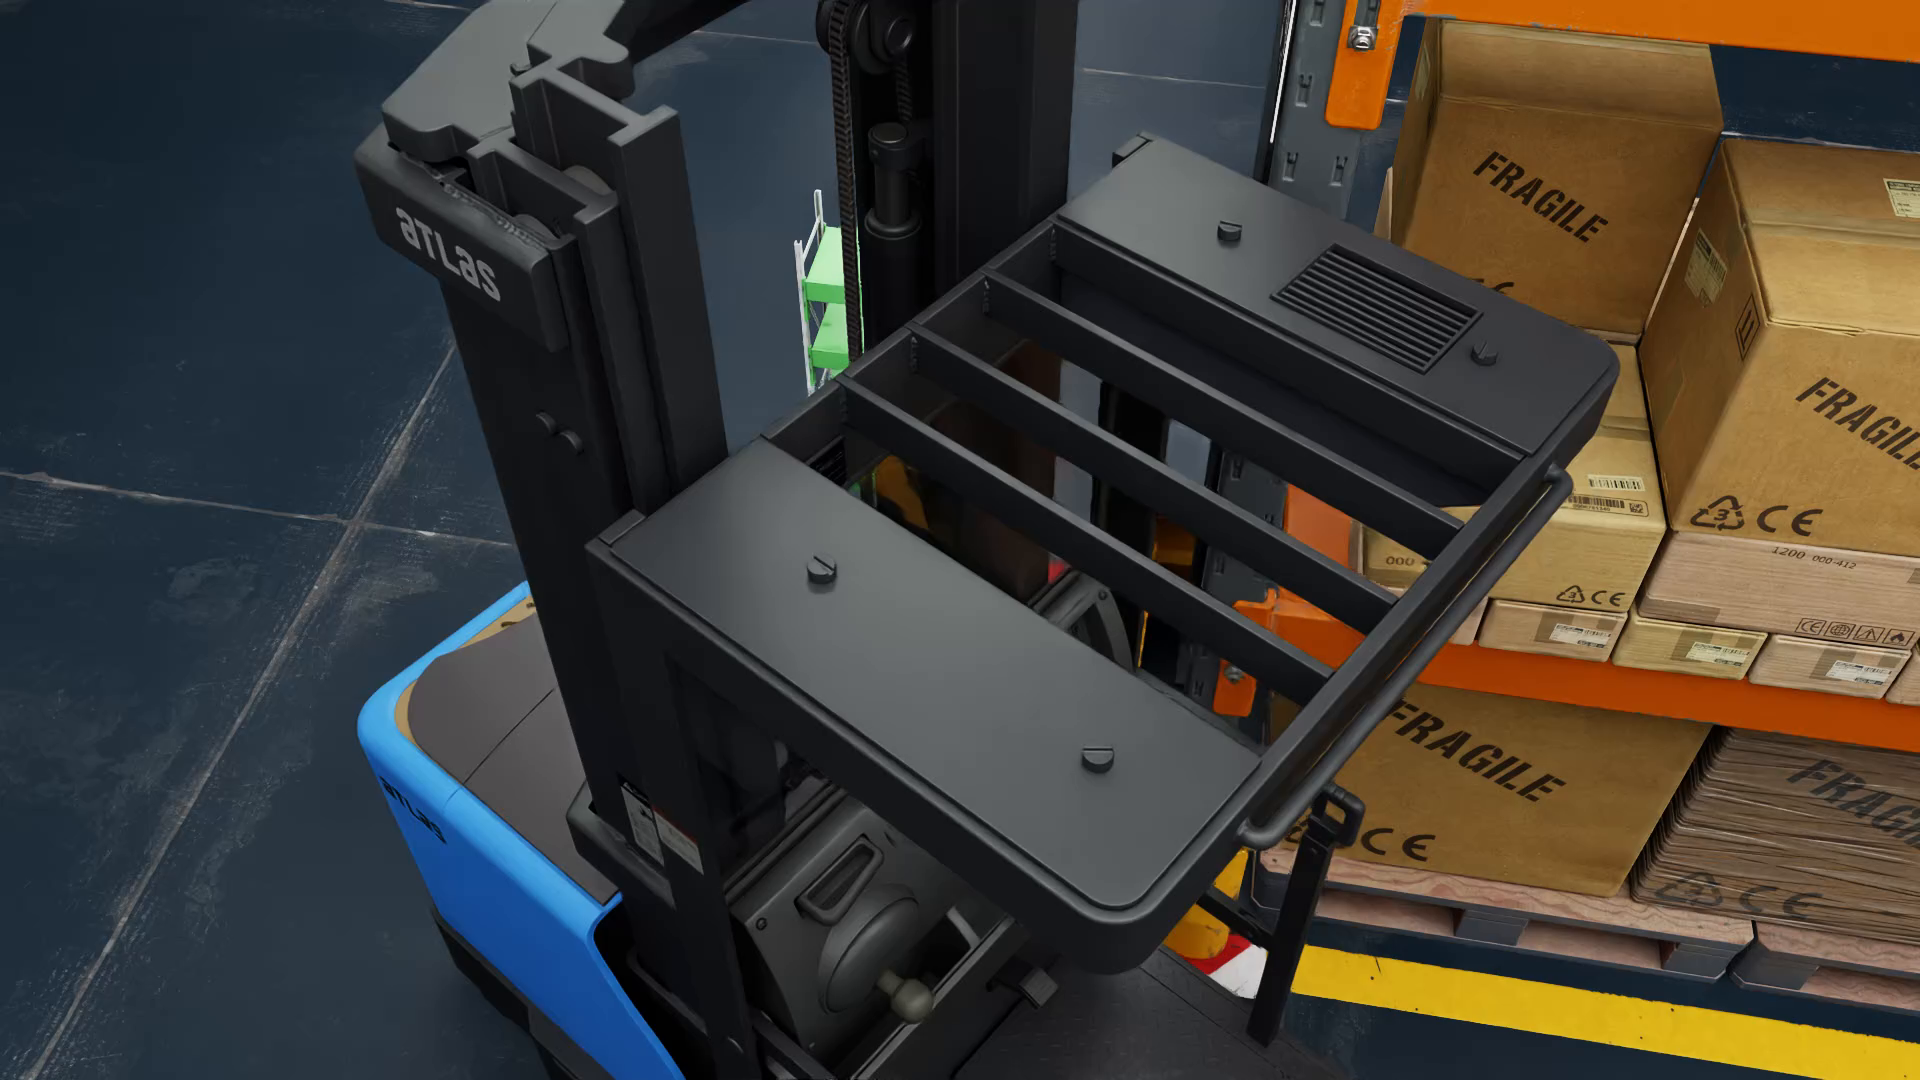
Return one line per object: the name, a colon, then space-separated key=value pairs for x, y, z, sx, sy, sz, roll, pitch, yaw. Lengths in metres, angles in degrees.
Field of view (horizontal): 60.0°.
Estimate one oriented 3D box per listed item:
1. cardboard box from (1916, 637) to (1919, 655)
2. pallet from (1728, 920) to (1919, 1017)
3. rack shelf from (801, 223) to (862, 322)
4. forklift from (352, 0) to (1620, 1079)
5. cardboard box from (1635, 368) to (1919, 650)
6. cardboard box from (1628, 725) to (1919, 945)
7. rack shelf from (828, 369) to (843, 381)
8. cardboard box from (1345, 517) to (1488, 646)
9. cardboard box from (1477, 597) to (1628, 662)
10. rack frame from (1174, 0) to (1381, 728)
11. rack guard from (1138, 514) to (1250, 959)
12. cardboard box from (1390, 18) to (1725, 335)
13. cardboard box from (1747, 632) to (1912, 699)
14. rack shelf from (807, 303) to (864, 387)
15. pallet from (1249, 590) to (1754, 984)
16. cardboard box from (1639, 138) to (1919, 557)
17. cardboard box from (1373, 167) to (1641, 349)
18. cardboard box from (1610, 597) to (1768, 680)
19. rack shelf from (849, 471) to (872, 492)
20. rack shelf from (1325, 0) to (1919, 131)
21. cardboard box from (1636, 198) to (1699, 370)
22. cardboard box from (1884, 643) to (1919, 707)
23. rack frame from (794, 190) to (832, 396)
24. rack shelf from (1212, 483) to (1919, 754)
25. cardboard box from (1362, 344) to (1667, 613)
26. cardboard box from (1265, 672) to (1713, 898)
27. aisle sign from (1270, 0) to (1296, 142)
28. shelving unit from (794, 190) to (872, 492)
cardboard box: x=2.071 y=-0.018 z=3.150 sx=0.500 sy=0.250 sz=0.500 roll=6 pitch=48 yaw=6
pallet: x=2.638 y=0.781 z=4.407 sx=1.213 sy=0.211 sz=1.003 roll=8 pitch=49 yaw=7
rack shelf: x=-0.163 y=-0.701 z=4.514 sx=0.480 sy=0.148 sz=0.258 roll=8 pitch=49 yaw=7
forklift: x=0.156 y=0.534 z=2.800 sx=3.031 sy=2.935 sz=1.130 roll=32 pitch=56 yaw=26
cardboard box: x=1.577 y=-0.087 z=3.212 sx=0.500 sy=0.250 sz=0.500 roll=7 pitch=48 yaw=6
cardboard box: x=2.180 y=0.353 z=4.062 sx=0.875 sy=0.875 sz=0.875 roll=8 pitch=49 yaw=7
rack shelf: x=-0.163 y=-0.380 z=4.871 sx=0.480 sy=0.148 sz=0.258 roll=8 pitch=49 yaw=7
cardboard box: x=0.931 y=0.010 z=3.394 sx=0.250 sy=0.149 sz=0.380 roll=8 pitch=49 yaw=7
cardboard box: x=1.183 y=0.043 z=3.364 sx=0.250 sy=0.149 sz=0.380 roll=7 pitch=48 yaw=6
rack frame: x=0.640 y=-0.363 z=3.559 sx=0.127 sy=3.000 sz=1.000 roll=8 pitch=49 yaw=7
rack guard: x=0.616 y=0.469 z=4.492 sx=0.348 sy=0.500 sz=1.175 roll=8 pitch=49 yaw=7
cardboard box: x=1.166 y=-0.791 z=3.341 sx=0.500 sy=0.500 sz=0.500 roll=8 pitch=49 yaw=7
cardboard box: x=1.692 y=0.110 z=3.304 sx=0.250 sy=0.149 sz=0.380 roll=7 pitch=48 yaw=6
rack shelf: x=-0.163 y=-0.541 z=4.692 sx=0.480 sy=0.148 sz=0.258 roll=8 pitch=49 yaw=7
pallet: x=1.441 y=0.618 z=4.553 sx=1.213 sy=0.211 sz=1.003 roll=8 pitch=49 yaw=7
cardboard box: x=1.556 y=-0.335 z=2.932 sx=0.500 sy=0.500 sz=0.500 roll=7 pitch=48 yaw=6
cardboard box: x=1.164 y=-0.542 z=3.622 sx=0.500 sy=0.250 sz=0.500 roll=7 pitch=48 yaw=6
cardboard box: x=1.435 y=0.076 z=3.334 sx=0.250 sy=0.149 sz=0.380 roll=7 pitch=48 yaw=6
rack shelf: x=-0.163 y=-0.220 z=5.049 sx=0.480 sy=0.148 sz=0.258 roll=8 pitch=49 yaw=7
rack shelf: x=2.608 y=-0.860 z=2.474 sx=4.000 sy=0.370 sz=1.077 roll=8 pitch=49 yaw=7
cardboard box: x=1.663 y=-0.475 z=3.561 sx=0.500 sy=0.250 sz=0.500 roll=7 pitch=48 yaw=6
cardboard box: x=1.942 y=0.144 z=3.273 sx=0.250 sy=0.149 sz=0.380 roll=7 pitch=48 yaw=6
rack frame: x=-0.403 y=-0.455 z=4.852 sx=0.015 sy=1.200 sz=0.240 roll=8 pitch=49 yaw=7
rack shelf: x=2.608 y=0.142 z=3.589 sx=4.000 sy=0.370 sz=1.077 roll=8 pitch=49 yaw=7
cardboard box: x=1.064 y=-0.151 z=3.270 sx=0.500 sy=0.250 sz=0.500 roll=7 pitch=48 yaw=6
cardboard box: x=1.284 y=0.233 z=4.170 sx=0.875 sy=0.875 sz=0.875 roll=8 pitch=49 yaw=7
aisle sign: x=0.516 y=-1.022 z=2.404 sx=0.004 sy=0.787 sz=0.394 roll=8 pitch=49 yaw=7
shelving unit: x=-0.163 y=-0.423 z=4.823 sx=0.503 sy=1.200 sz=0.258 roll=8 pitch=49 yaw=7
